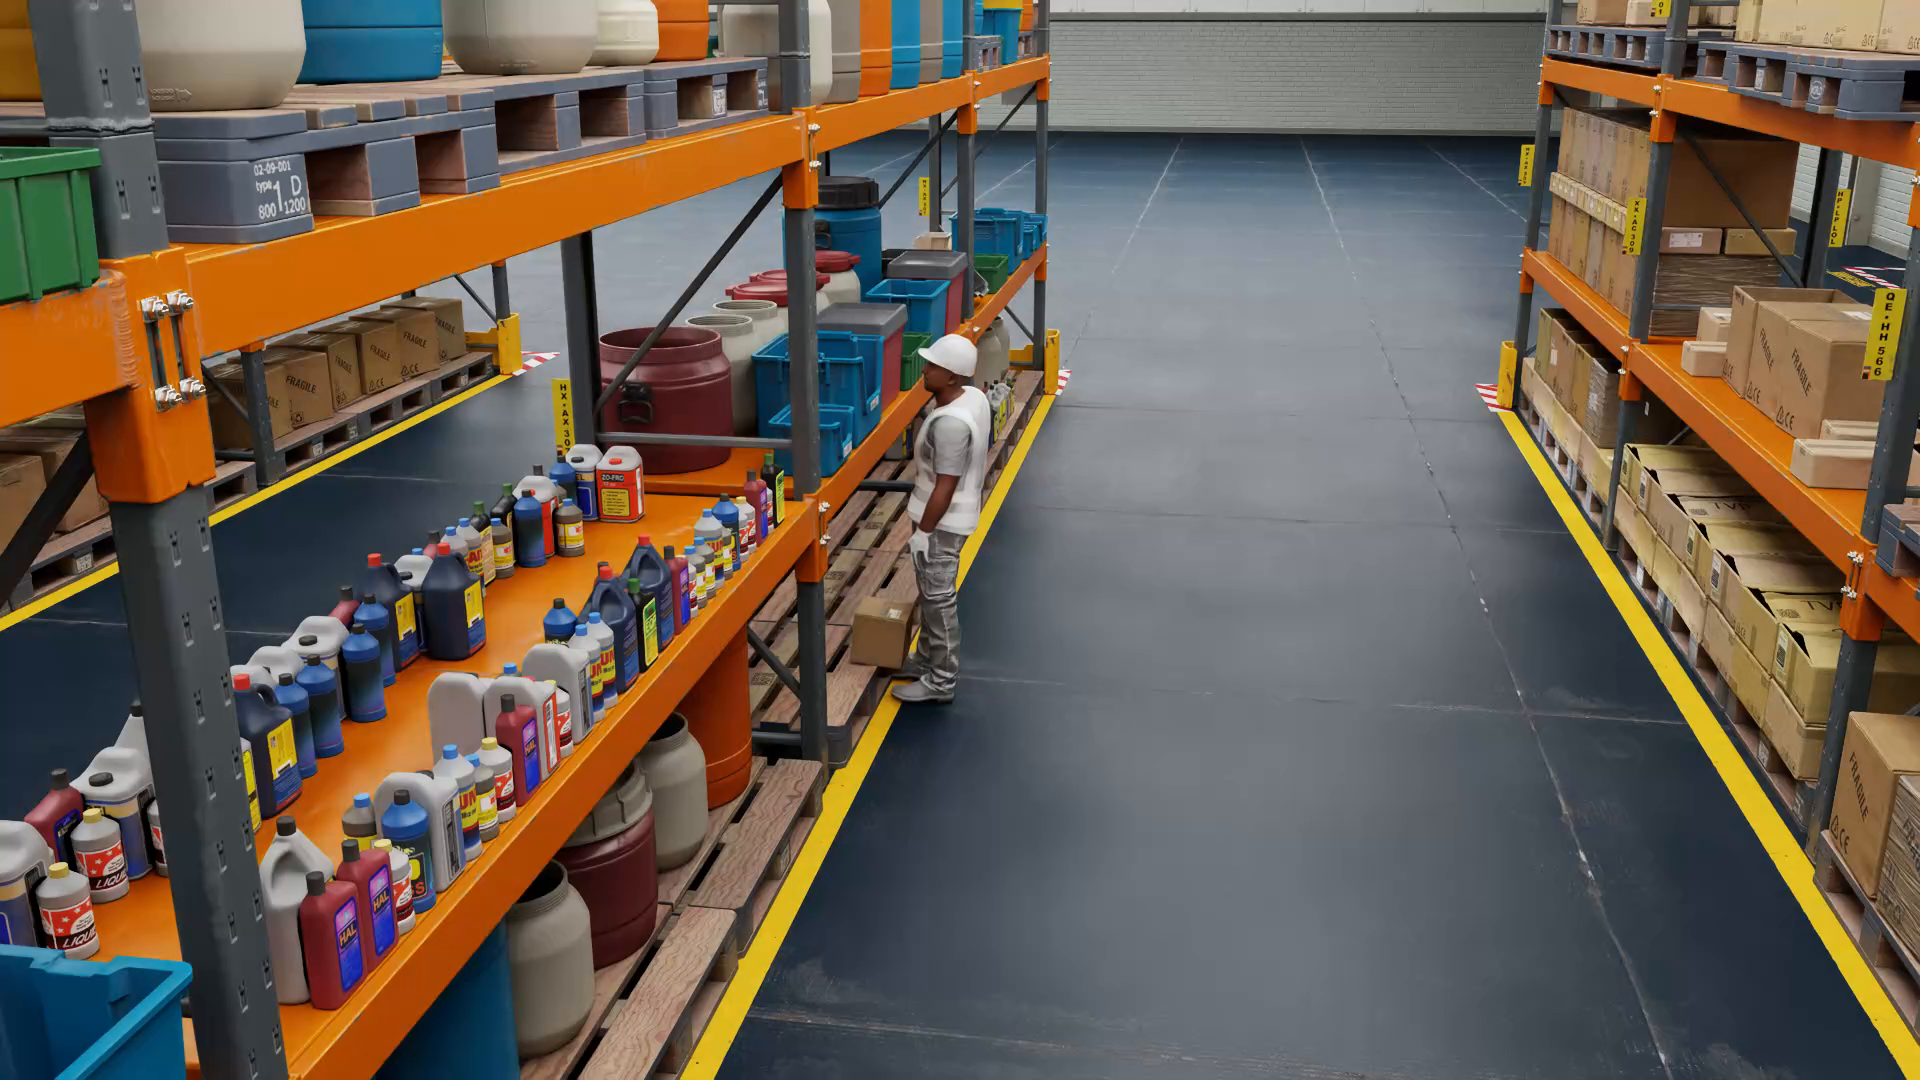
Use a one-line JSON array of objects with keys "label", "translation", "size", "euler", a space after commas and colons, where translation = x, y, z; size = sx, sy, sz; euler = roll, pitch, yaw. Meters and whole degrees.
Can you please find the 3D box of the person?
[{"label": "person", "translation": [-0.158, -0.093, 7.781], "size": [0.577, 1.783, 0.642], "euler": [3, 18, 9]}]
